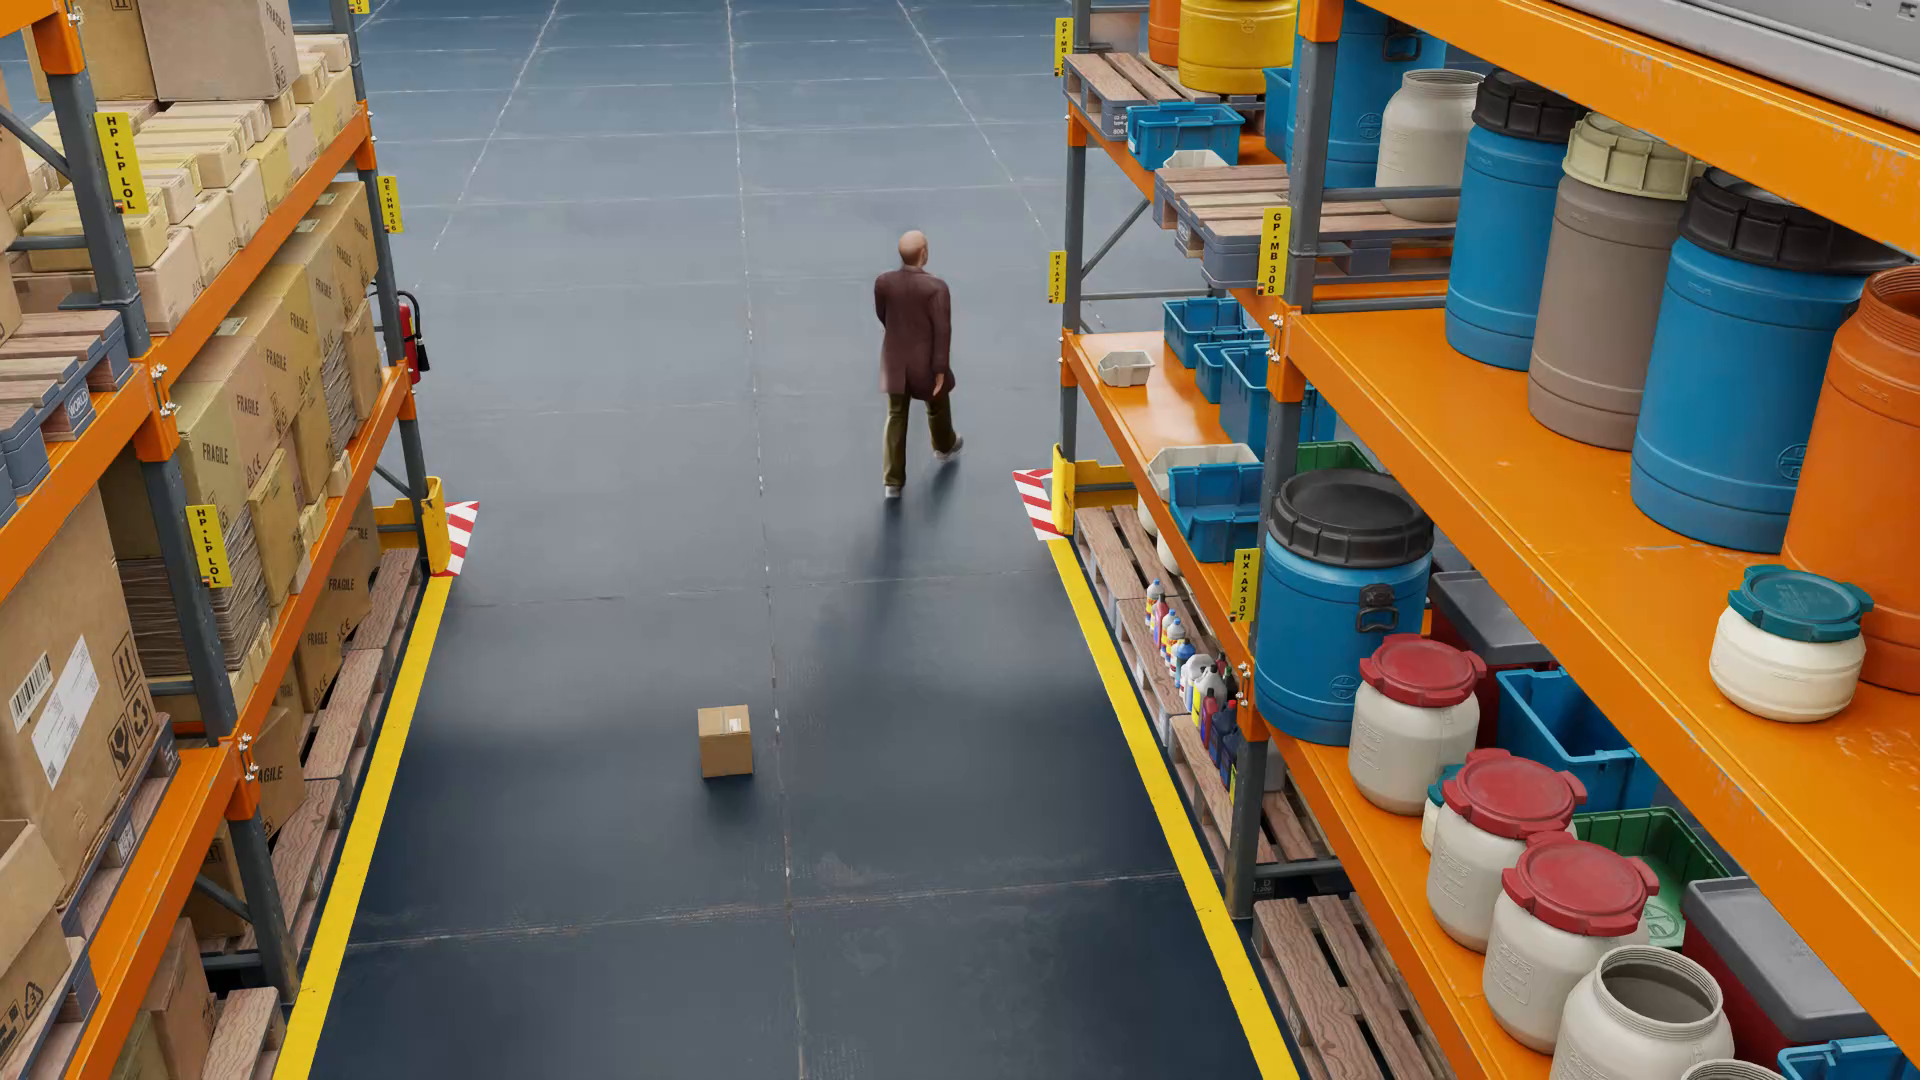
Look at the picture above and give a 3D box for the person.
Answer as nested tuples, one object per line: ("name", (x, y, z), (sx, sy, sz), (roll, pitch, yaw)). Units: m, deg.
("person", (-0.263, -1.243, 11.051), (0.585, 1.733, 1.060), (8, 28, 15))
